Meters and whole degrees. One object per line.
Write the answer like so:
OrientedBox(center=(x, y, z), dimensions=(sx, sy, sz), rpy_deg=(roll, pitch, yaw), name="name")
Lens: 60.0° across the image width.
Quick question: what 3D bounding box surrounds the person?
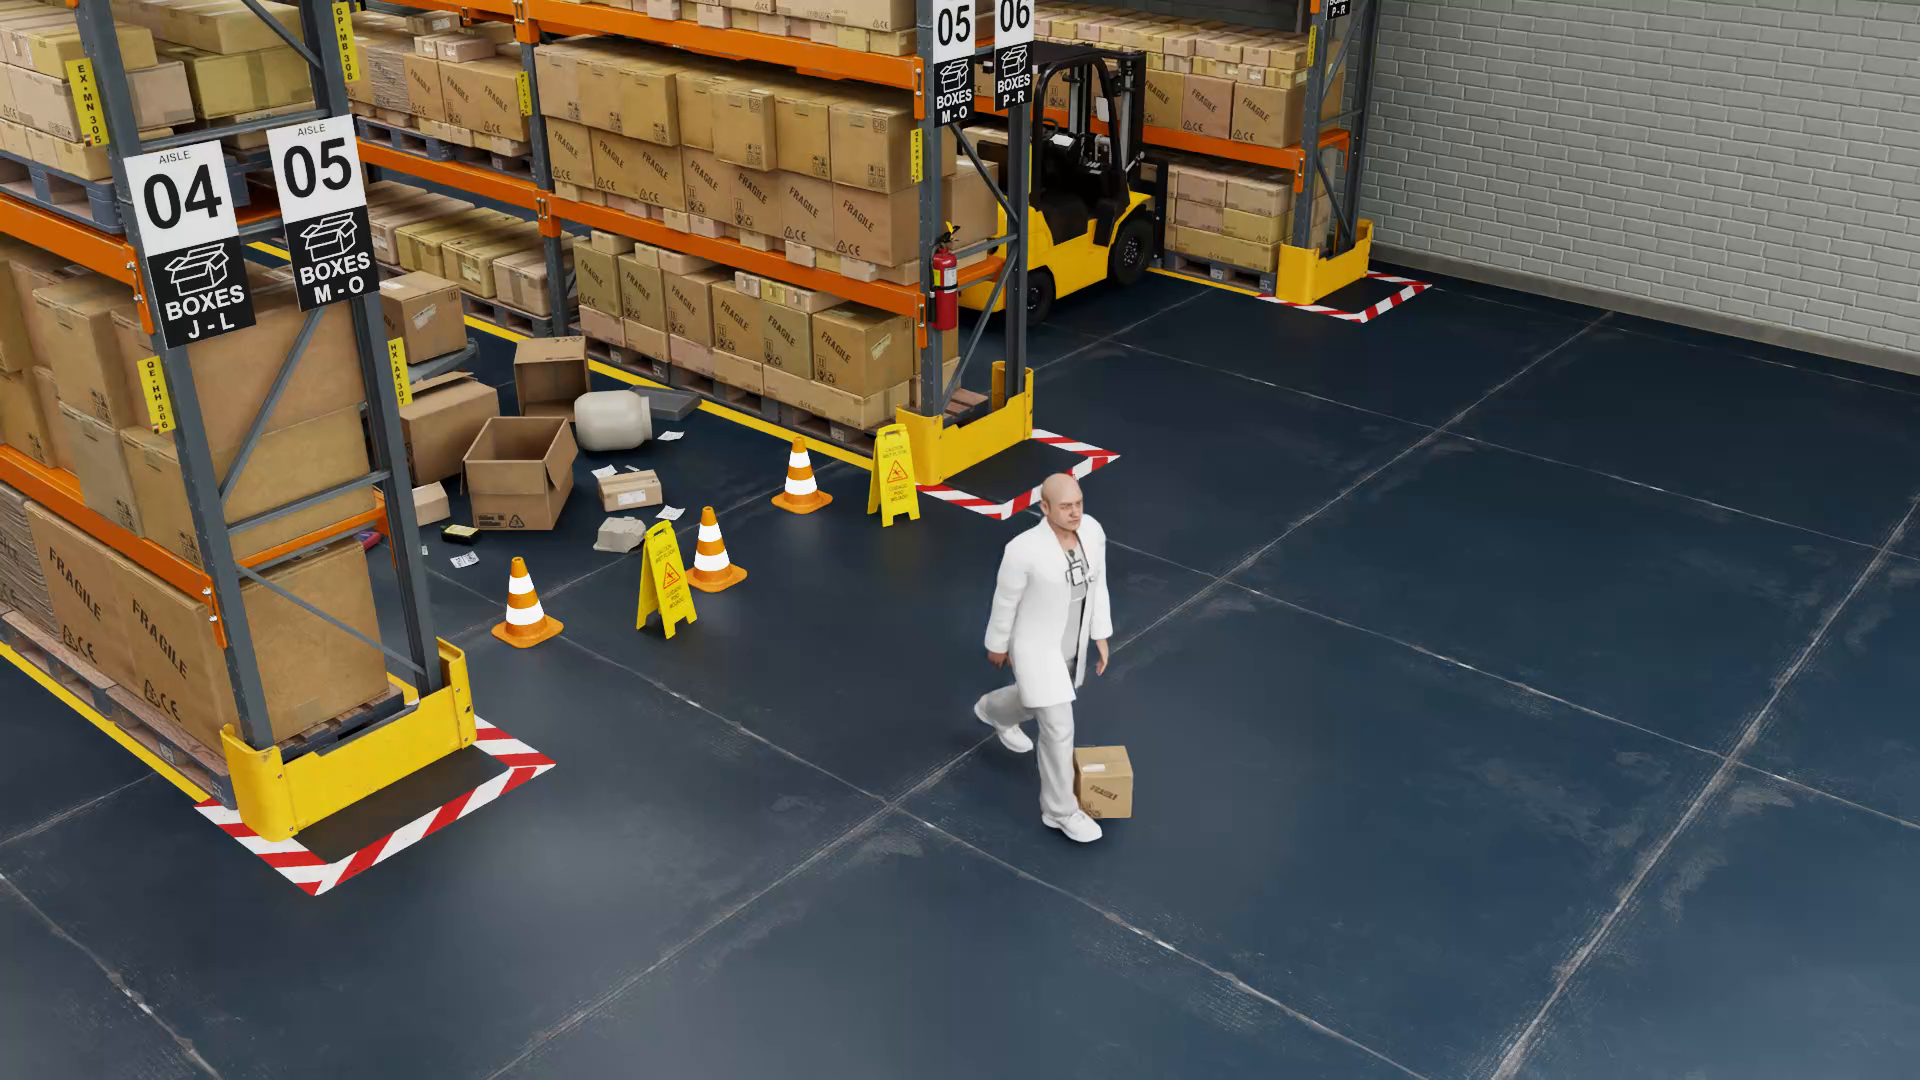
OrientedBox(center=(0.378, 0.452, 7.753), dimensions=(0.554, 1.744, 1.058), rpy_deg=(-23, 35, -37), name="person")
